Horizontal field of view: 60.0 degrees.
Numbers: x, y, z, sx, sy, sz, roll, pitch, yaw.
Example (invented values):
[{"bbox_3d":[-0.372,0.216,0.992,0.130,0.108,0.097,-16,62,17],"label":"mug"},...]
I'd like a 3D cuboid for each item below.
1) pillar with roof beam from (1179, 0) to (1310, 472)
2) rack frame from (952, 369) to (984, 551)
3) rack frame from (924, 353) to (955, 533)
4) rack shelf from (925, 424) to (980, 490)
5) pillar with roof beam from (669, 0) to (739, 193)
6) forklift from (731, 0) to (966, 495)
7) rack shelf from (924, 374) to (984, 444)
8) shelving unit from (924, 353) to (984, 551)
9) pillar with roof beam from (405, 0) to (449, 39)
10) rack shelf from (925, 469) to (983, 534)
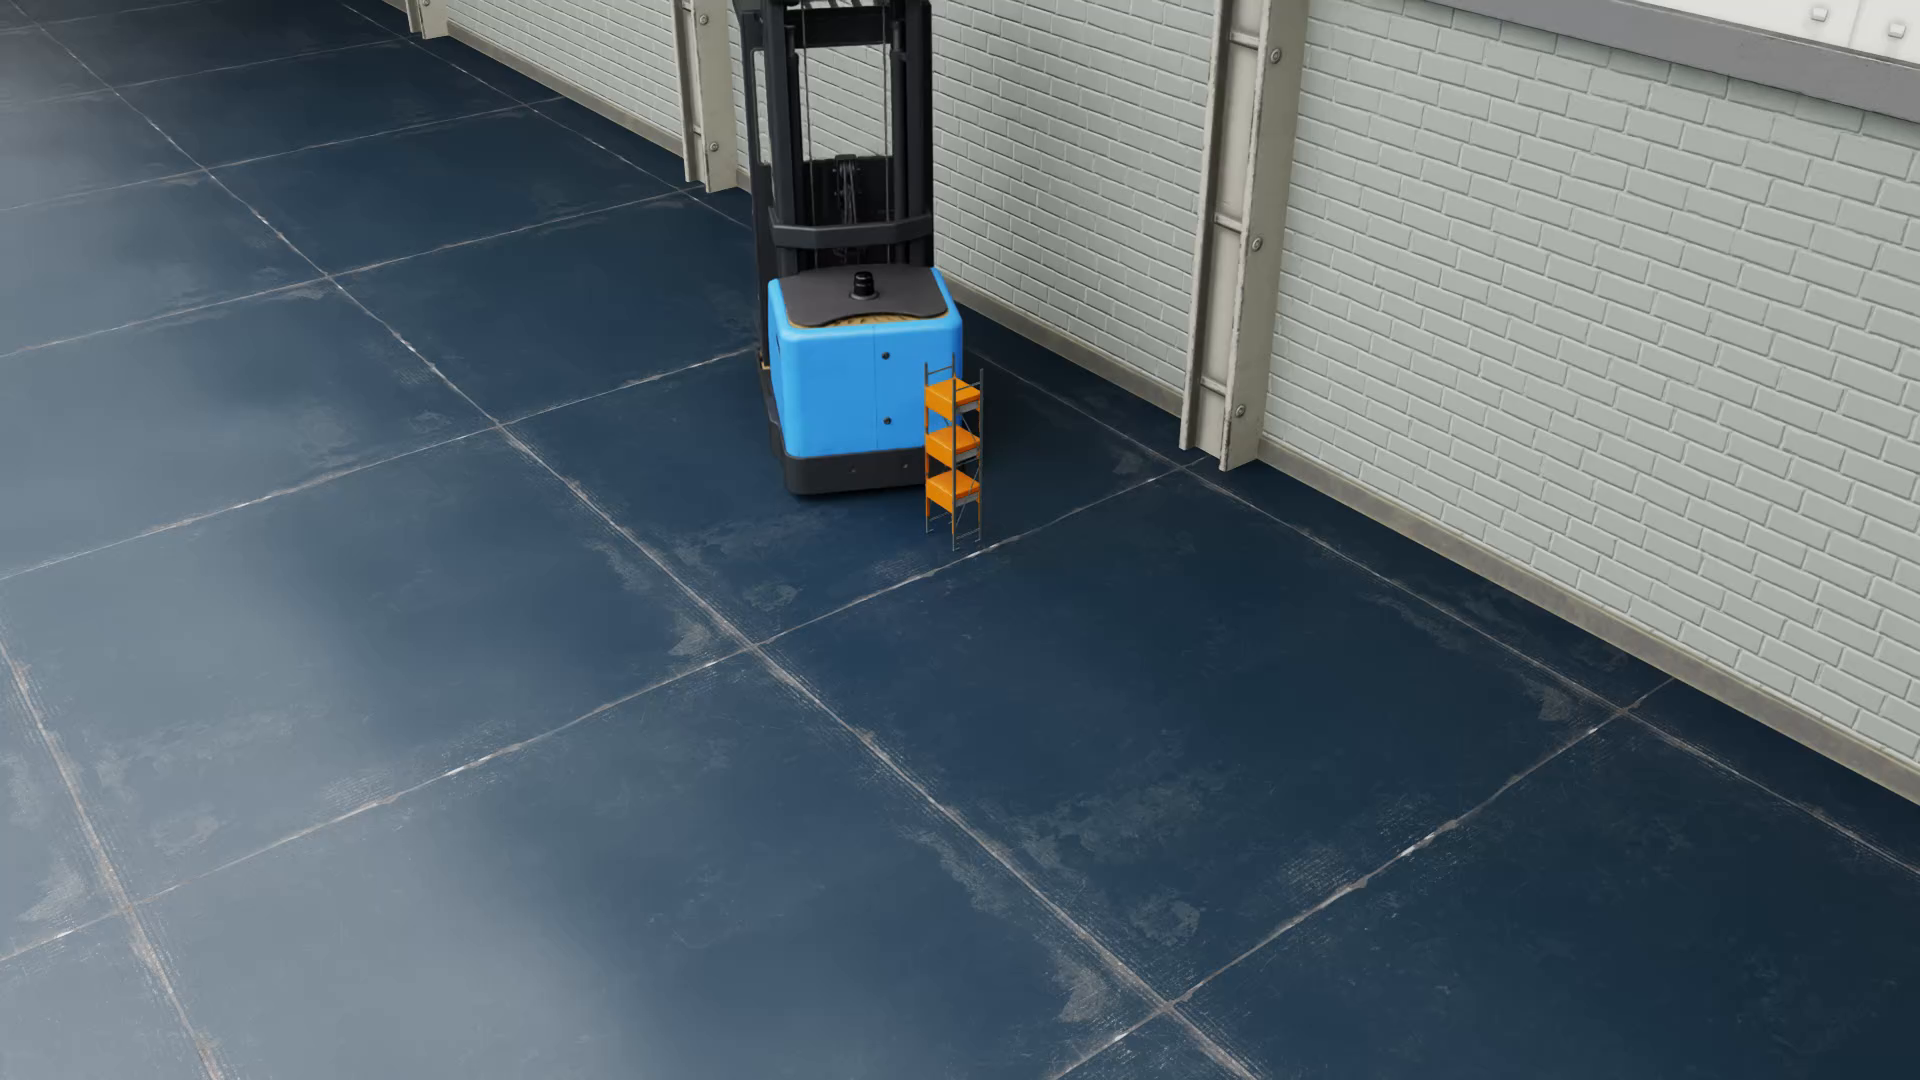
[{"bbox_3d":[-1.823,-2.968,5.499,9.100,9.000,0.400,-22,38,-31],"label":"pillar with roof beam"},{"bbox_3d":[0.042,-0.417,8.927,0.200,1.050,0.008,-22,38,-31],"label":"rack frame"},{"bbox_3d":[-0.108,-0.519,9.091,0.200,1.050,0.008,-22,38,-31],"label":"rack frame"},{"bbox_3d":[-0.033,-0.459,9.014,0.215,0.259,0.240,-22,38,-31],"label":"rack shelf"},{"bbox_3d":[-5.502,-5.468,9.525,9.100,9.000,0.400,-22,38,-31],"label":"pillar with roof beam"},{"bbox_3d":[-0.749,-2.269,10.125,1.130,2.935,3.031,-6,32,-9],"label":"forklift"},{"bbox_3d":[-0.033,-0.700,8.865,0.215,0.259,0.240,-22,38,-31],"label":"rack shelf"},{"bbox_3d":[-0.033,-0.468,9.009,0.215,1.050,0.252,-22,38,-31],"label":"shelving unit"},{"bbox_3d":[-9.181,-7.969,13.551,9.100,9.000,0.400,-22,38,-31],"label":"pillar with roof beam"},{"bbox_3d":[-0.033,-0.223,9.161,0.215,0.259,0.240,-22,38,-31],"label":"rack shelf"}]
